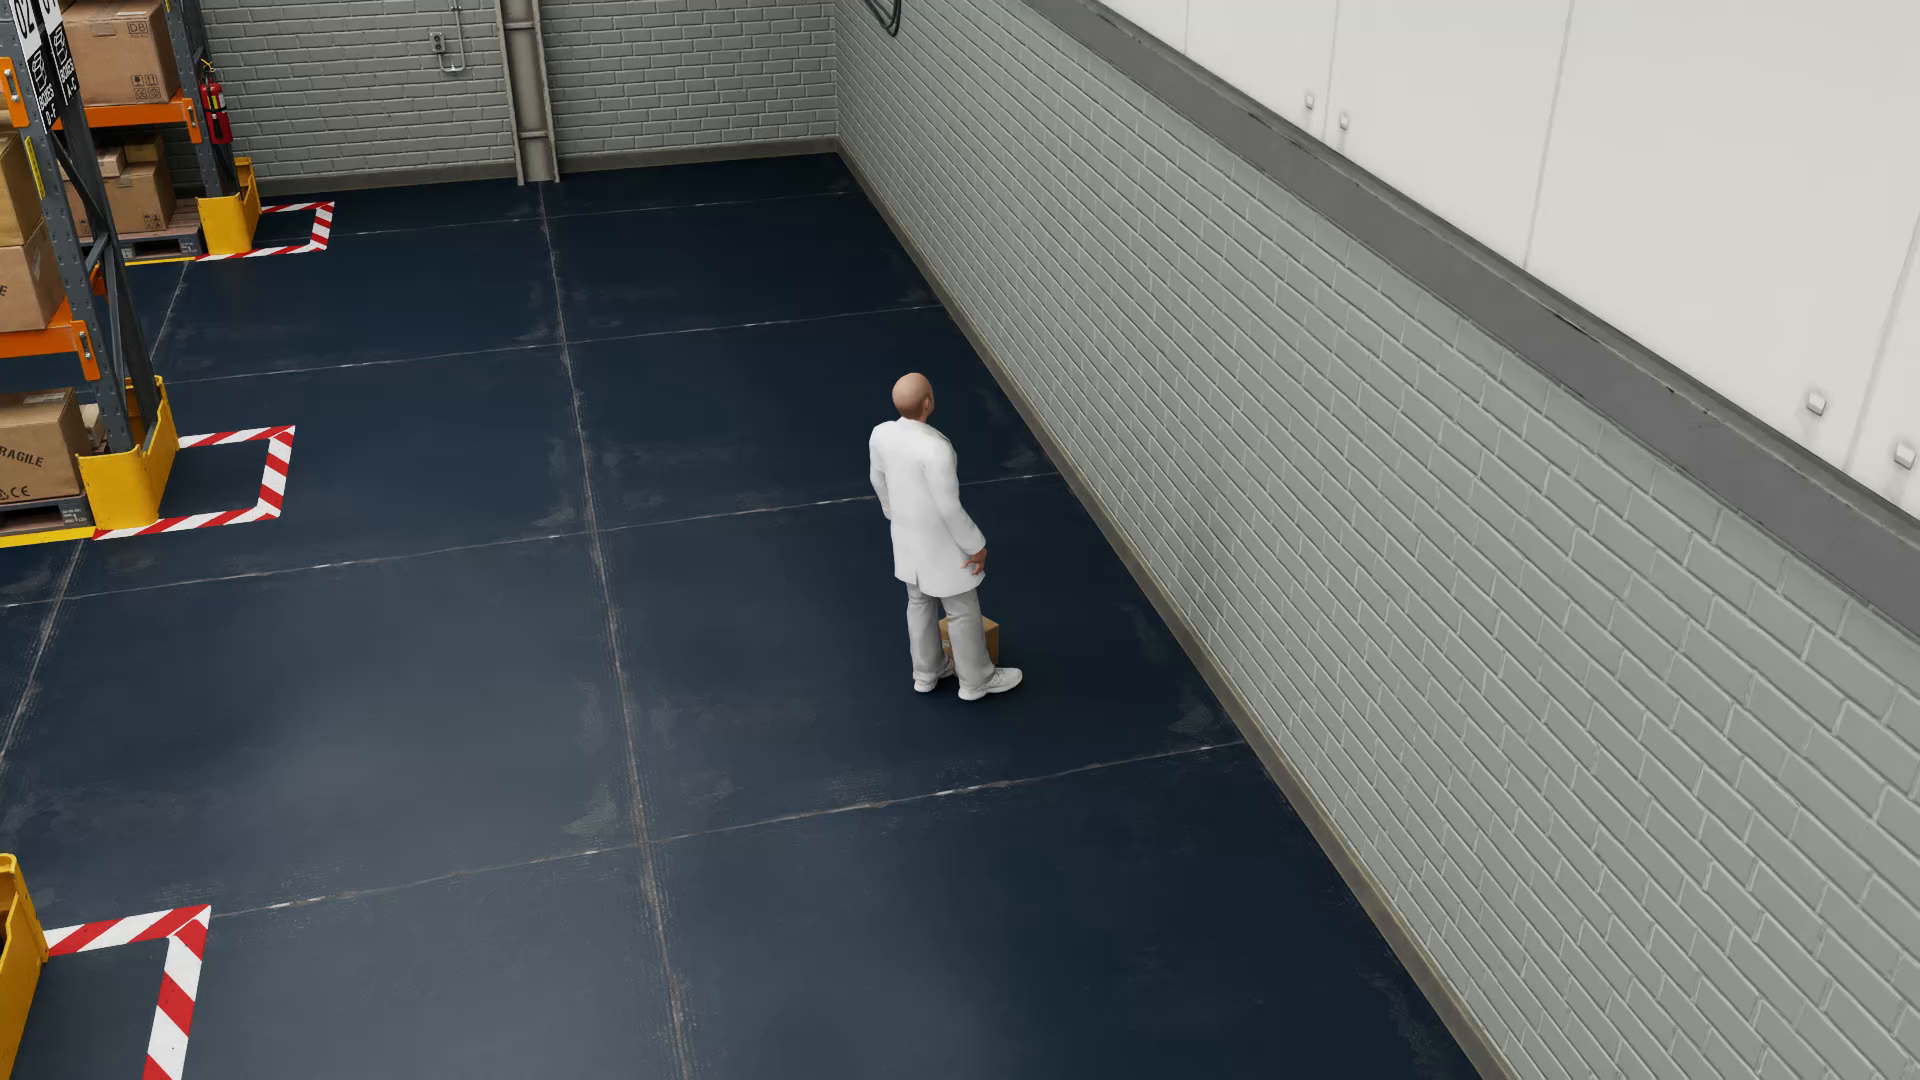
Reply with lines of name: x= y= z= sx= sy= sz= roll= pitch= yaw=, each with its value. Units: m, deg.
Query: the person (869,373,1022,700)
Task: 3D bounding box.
person: x=-0.082 y=-0.043 z=8.315 sx=0.580 sy=1.777 sz=0.698 roll=-26 pitch=39 yaw=-37
